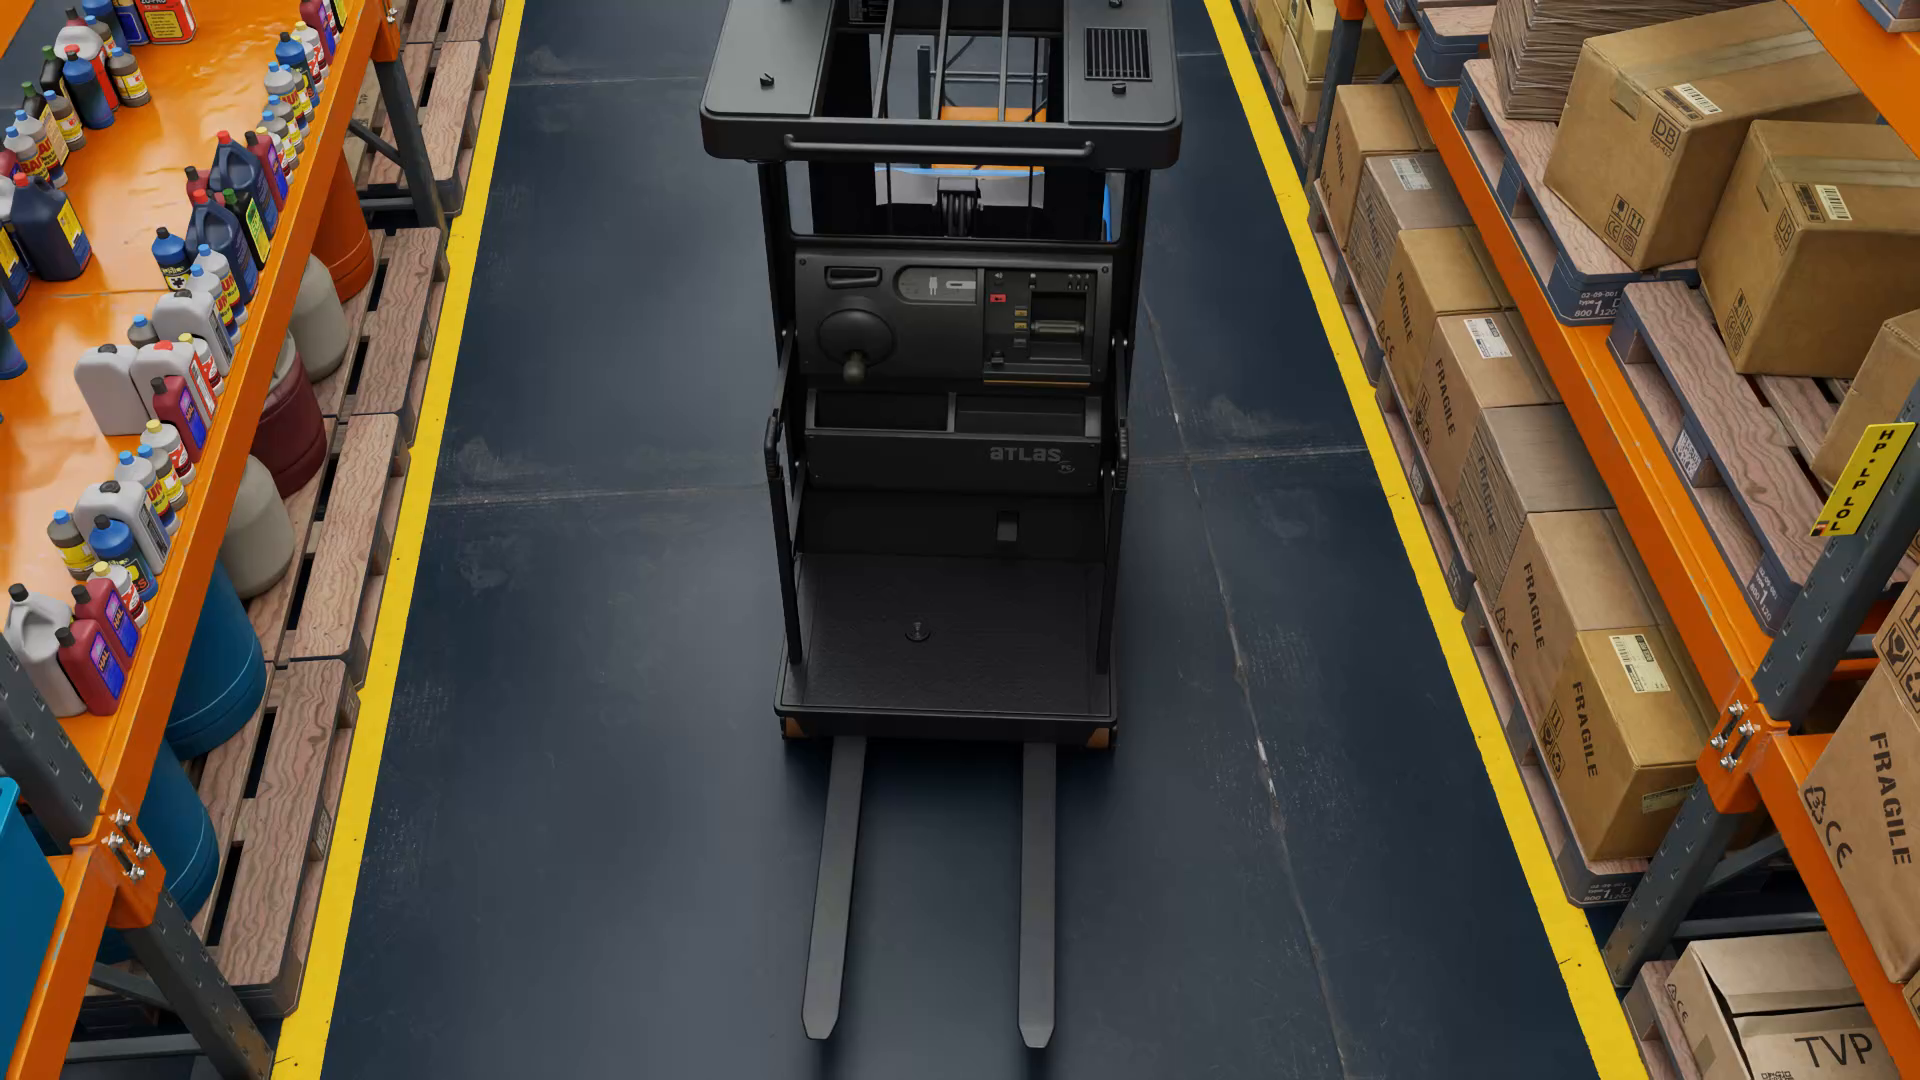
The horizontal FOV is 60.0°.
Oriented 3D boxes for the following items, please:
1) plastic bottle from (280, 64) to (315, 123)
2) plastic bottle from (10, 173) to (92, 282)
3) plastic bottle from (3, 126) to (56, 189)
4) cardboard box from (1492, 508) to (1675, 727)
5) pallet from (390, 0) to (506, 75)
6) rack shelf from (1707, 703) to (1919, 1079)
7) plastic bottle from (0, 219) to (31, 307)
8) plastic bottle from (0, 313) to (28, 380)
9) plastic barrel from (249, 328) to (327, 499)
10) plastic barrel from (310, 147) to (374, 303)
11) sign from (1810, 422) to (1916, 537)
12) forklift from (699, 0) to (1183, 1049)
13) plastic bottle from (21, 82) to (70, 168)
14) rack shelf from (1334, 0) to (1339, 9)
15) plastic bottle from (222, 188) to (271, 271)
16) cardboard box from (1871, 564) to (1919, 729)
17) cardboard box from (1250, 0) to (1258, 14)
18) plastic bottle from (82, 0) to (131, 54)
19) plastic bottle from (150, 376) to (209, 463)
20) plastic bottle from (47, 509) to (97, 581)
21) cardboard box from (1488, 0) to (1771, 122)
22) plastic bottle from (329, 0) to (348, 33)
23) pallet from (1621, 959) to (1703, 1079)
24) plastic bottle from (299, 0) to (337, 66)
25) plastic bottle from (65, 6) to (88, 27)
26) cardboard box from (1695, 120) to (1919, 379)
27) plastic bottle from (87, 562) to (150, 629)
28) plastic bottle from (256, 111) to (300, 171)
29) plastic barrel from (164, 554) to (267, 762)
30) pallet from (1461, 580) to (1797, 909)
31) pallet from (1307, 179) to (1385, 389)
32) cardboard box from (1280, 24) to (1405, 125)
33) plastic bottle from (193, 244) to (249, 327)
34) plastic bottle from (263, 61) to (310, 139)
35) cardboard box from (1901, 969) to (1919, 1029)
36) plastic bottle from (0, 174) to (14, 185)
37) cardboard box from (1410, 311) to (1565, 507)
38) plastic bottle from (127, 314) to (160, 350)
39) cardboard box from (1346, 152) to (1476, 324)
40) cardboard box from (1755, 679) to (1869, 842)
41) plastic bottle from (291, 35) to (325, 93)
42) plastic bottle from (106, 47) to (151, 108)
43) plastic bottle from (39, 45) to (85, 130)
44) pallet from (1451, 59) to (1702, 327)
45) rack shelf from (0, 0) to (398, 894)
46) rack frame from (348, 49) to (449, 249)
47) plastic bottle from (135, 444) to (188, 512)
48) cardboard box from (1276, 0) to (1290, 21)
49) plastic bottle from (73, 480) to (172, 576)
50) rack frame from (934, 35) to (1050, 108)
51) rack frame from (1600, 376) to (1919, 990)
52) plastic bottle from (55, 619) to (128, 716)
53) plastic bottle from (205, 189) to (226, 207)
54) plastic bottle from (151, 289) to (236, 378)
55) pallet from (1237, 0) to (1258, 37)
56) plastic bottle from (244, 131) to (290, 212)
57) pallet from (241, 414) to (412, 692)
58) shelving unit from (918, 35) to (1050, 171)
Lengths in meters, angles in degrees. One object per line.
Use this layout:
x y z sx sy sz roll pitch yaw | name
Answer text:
-2.326 -1.559 5.798 0.097 0.201 0.097 0 47 0 | plastic bottle
-2.840 -0.995 5.160 0.144 0.351 0.185 -3 47 -3 | plastic bottle
-3.046 -1.226 5.434 0.097 0.271 0.097 0 47 0 | plastic bottle
2.091 0.249 5.367 0.500 0.500 0.500 -3 47 -3 | cardboard box
-2.945 -2.842 8.796 1.003 0.211 1.213 -3 47 -3 | pallet
2.618 1.933 2.849 1.077 0.370 4.000 -3 47 -3 | rack shelf
-2.981 -0.888 5.059 0.144 0.351 0.185 -3 47 -3 | plastic bottle
-2.821 -0.600 4.841 0.097 0.271 0.097 0 47 0 | plastic bottle
-2.668 -0.502 6.032 0.600 0.588 0.708 -3 47 -3 | plastic barrel
-2.762 -1.403 6.718 0.600 0.830 0.708 -3 47 -3 | plastic barrel
1.898 -0.123 3.503 0.100 0.325 0.005 -3 47 -3 | sign
-0.027 -0.554 4.756 1.130 2.935 3.031 2 47 2 | forklift
-3.082 -1.383 5.574 0.061 0.283 0.133 -3 47 -3 | plastic bottle
1.949 -3.855 8.331 1.077 0.370 4.000 -3 47 -3 | rack shelf
-2.239 -0.993 5.205 0.061 0.283 0.133 -3 47 -3 | plastic bottle
2.210 0.218 3.220 0.500 0.500 0.500 -2 47 -2 | cardboard box
1.743 -2.957 8.589 0.500 0.250 0.500 -3 47 -2 | cardboard box
-3.124 -1.895 6.067 0.097 0.271 0.097 0 47 0 | plastic bottle
-2.165 -0.357 4.602 0.061 0.283 0.133 -3 47 -3 | plastic bottle
-2.298 0.003 4.318 0.097 0.201 0.097 0 47 0 | plastic bottle
2.167 -1.712 5.448 0.700 0.500 0.500 4 47 4 | cardboard box
-2.361 -2.050 6.206 0.061 0.283 0.133 -3 47 -3 | plastic bottle
2.507 1.694 4.500 1.003 0.211 1.213 -3 47 -3 | pallet
-2.342 -1.883 6.048 0.061 0.283 0.133 -3 47 -3 | plastic bottle
-3.124 -1.744 5.916 0.061 0.283 0.133 -3 47 -3 | plastic bottle
2.513 -0.790 4.575 0.700 0.500 0.500 3 47 3 | cardboard box
-2.130 0.135 4.193 0.097 0.201 0.097 0 47 0 | plastic bottle
-2.302 -1.348 5.598 0.097 0.201 0.097 0 47 0 | plastic bottle
-2.573 0.207 5.144 0.600 0.901 0.708 -3 47 -3 | plastic barrel
2.345 0.611 5.526 1.003 0.211 1.213 -3 47 -3 | pallet
2.141 -1.154 7.198 1.003 0.211 1.213 -3 47 -3 | pallet
1.829 -2.220 7.891 0.500 0.250 0.500 -2 47 -2 | cardboard box
-2.232 -0.771 5.003 0.097 0.271 0.097 0 47 0 | plastic bottle
-2.318 -1.513 5.706 0.097 0.271 0.097 0 47 0 | plastic bottle
2.268 0.960 3.206 0.500 0.500 0.500 -3 47 -3 | cardboard box
-3.027 -1.059 5.276 0.097 0.271 0.097 0 47 0 | plastic bottle
2.005 -0.482 6.059 0.500 0.500 0.500 -5 47 -5 | cardboard box
-2.364 -0.570 4.860 0.097 0.201 0.097 0 47 0 | plastic bottle
1.919 -1.222 6.760 0.500 0.500 0.500 -5 47 -5 | cardboard box
2.653 0.582 5.052 0.500 0.500 0.500 -5 47 -5 | cardboard box
-2.342 -1.700 5.931 0.097 0.201 0.097 0 47 0 | plastic bottle
-2.945 -1.643 5.876 0.097 0.201 0.097 0 47 0 | plastic bottle
-3.102 -1.550 5.732 0.061 0.283 0.133 -3 47 -3 | plastic bottle
2.283 -1.183 5.437 1.003 0.211 1.213 -3 47 -3 | pallet
-2.653 -0.663 5.307 1.077 0.370 4.000 -3 47 -3 | rack shelf
-2.820 -2.357 6.417 1.000 3.000 0.127 -3 47 -3 | rack frame
-2.166 -0.174 4.485 0.097 0.201 0.097 0 47 0 | plastic bottle
1.777 -2.787 8.042 0.500 0.311 0.500 -4 47 -4 | cardboard box
-2.175 -0.043 4.311 0.152 0.276 0.135 -3 47 -3 | plastic bottle
0.143 -1.944 7.058 0.500 1.500 0.032 2 47 2 | rack frame
2.451 0.238 3.958 1.000 3.000 0.127 -3 47 -3 | rack frame
-2.091 0.286 3.994 0.061 0.283 0.133 -3 47 -3 | plastic bottle
-2.300 -0.990 5.202 0.061 0.283 0.133 -3 47 -3 | plastic bottle
-2.241 -0.616 4.853 0.152 0.276 0.135 -3 47 -3 | plastic bottle
1.987 -3.175 9.112 1.003 0.211 1.213 -3 47 -3 | pallet
-2.266 -1.223 5.423 0.061 0.283 0.133 -3 47 -3 | plastic bottle
-2.614 0.050 6.057 1.003 0.211 1.213 -3 47 -3 | pallet
0.122 -1.568 6.702 0.587 1.500 1.083 2 47 2 | shelving unit
